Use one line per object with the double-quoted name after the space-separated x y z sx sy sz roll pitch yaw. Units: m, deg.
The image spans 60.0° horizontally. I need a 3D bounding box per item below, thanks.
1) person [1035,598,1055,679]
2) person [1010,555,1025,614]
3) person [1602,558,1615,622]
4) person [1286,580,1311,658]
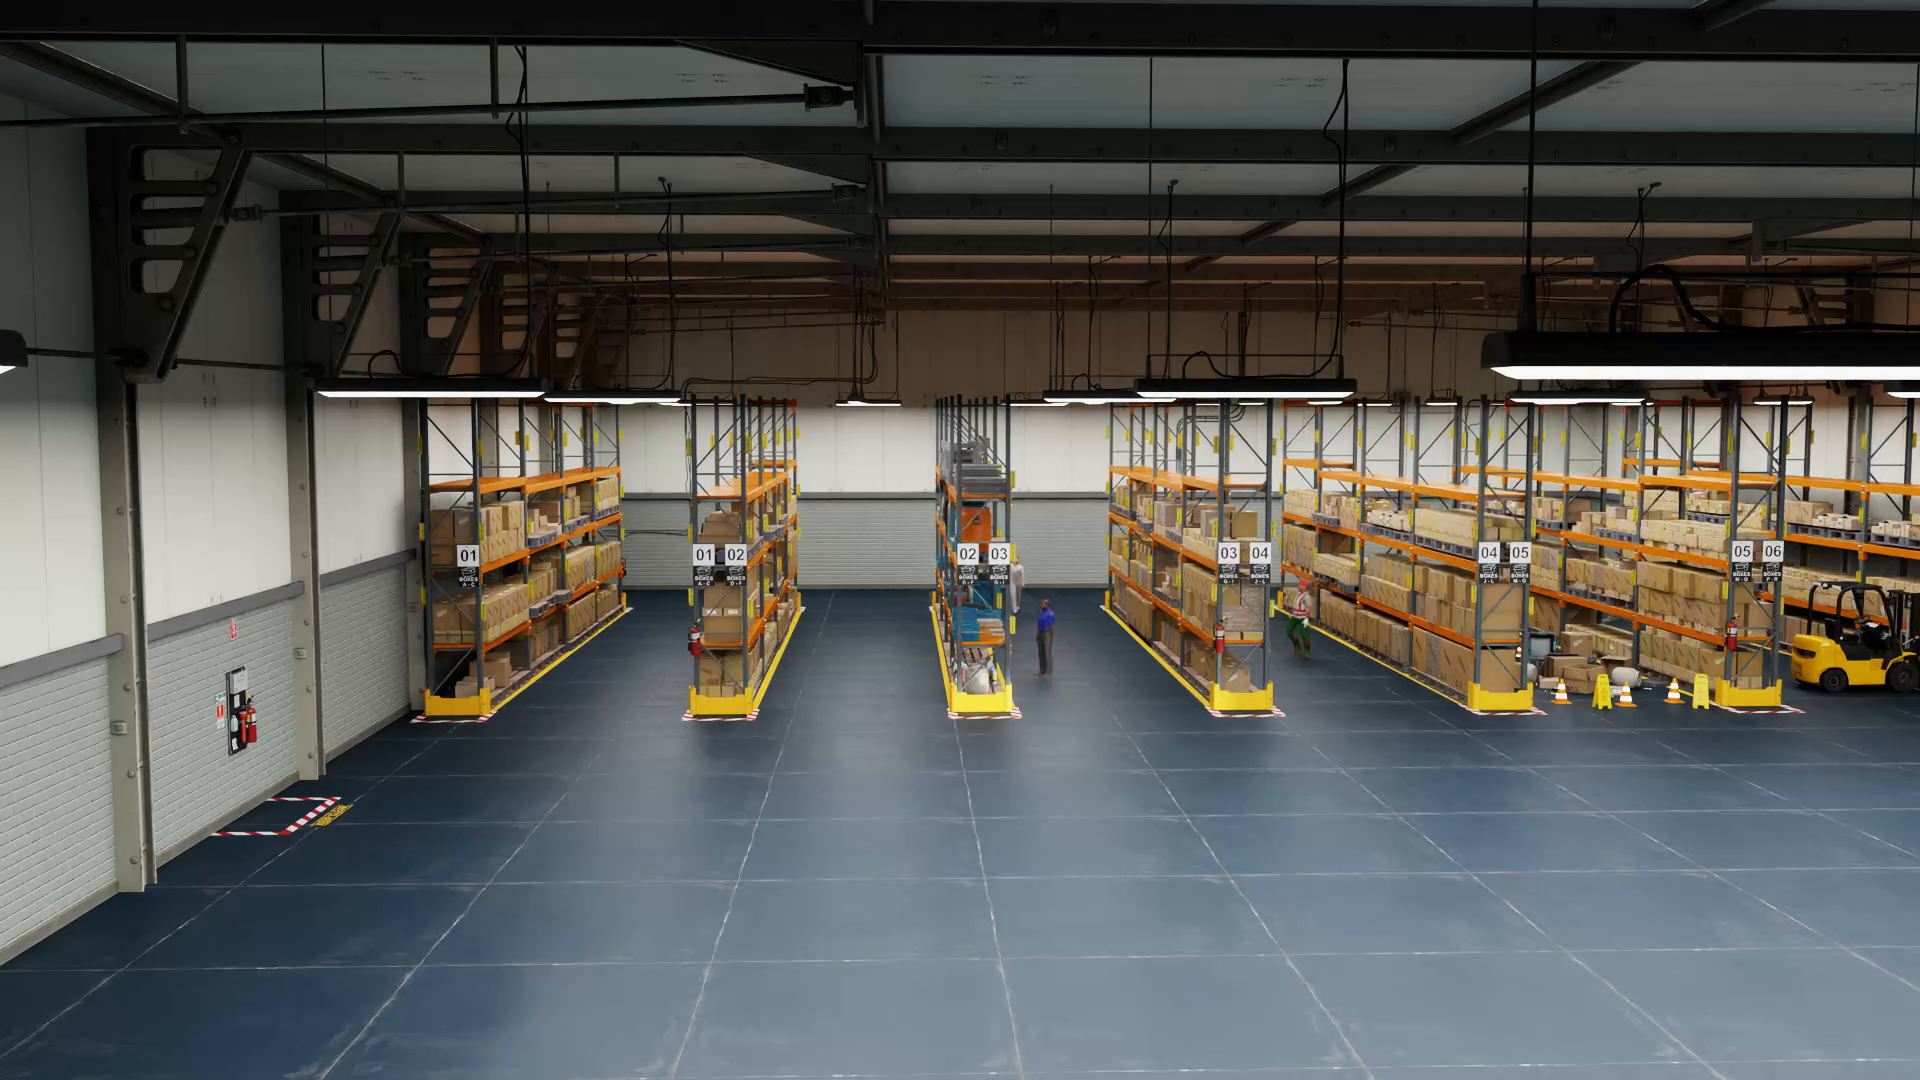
1.779 2.087 35.332 0.400 1.675 0.511 -3 5 -31 "person"
1.569 1.236 46.759 0.479 1.621 1.064 0 5 -5 "person"
17.531 1.361 44.767 0.482 1.776 0.596 1 5 17 "person"
7.839 1.805 38.289 0.393 1.787 0.681 -3 5 -33 "person"
